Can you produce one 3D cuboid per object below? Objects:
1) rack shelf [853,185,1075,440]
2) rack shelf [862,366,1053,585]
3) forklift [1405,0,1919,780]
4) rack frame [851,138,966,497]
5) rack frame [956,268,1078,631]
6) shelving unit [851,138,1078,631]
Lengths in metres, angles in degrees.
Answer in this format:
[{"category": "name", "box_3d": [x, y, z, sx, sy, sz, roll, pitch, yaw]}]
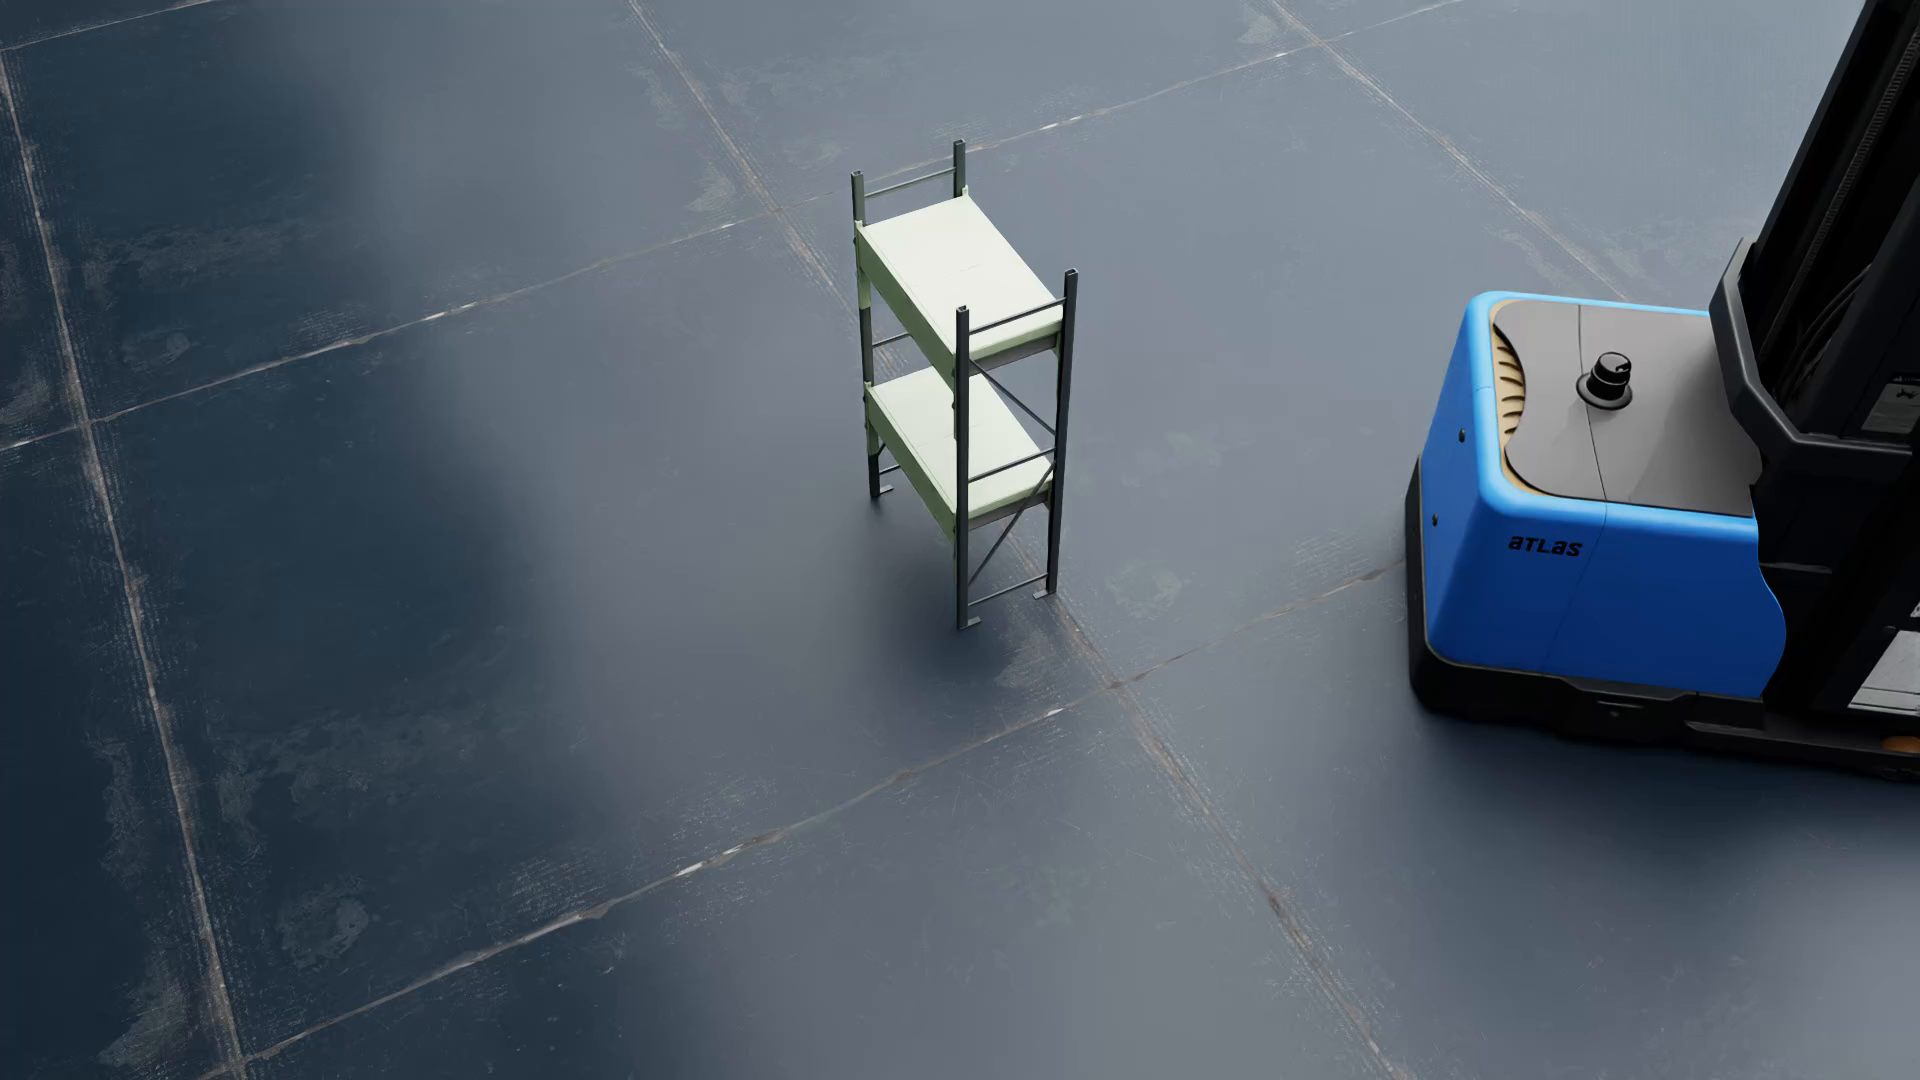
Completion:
[{"category": "rack shelf", "box_3d": [0.003, -0.746, 5.388, 0.431, 0.370, 0.720, -21, 52, -18]}, {"category": "rack shelf", "box_3d": [0.003, -0.275, 5.927, 0.431, 0.370, 0.720, -21, 52, -18]}, {"category": "forklift", "box_3d": [3.112, -0.573, 4.804, 3.031, 2.935, 1.130, 7, 49, 6]}, {"category": "rack frame", "box_3d": [-0.164, -0.734, 5.896, 0.400, 1.500, 0.023, -21, 52, -18]}, {"category": "rack frame", "box_3d": [0.171, -0.244, 5.467, 0.400, 1.500, 0.023, -21, 52, -18]}, {"category": "shelving unit", "box_3d": [0.003, -0.489, 5.682, 0.431, 1.500, 0.755, -21, 52, -18]}]
